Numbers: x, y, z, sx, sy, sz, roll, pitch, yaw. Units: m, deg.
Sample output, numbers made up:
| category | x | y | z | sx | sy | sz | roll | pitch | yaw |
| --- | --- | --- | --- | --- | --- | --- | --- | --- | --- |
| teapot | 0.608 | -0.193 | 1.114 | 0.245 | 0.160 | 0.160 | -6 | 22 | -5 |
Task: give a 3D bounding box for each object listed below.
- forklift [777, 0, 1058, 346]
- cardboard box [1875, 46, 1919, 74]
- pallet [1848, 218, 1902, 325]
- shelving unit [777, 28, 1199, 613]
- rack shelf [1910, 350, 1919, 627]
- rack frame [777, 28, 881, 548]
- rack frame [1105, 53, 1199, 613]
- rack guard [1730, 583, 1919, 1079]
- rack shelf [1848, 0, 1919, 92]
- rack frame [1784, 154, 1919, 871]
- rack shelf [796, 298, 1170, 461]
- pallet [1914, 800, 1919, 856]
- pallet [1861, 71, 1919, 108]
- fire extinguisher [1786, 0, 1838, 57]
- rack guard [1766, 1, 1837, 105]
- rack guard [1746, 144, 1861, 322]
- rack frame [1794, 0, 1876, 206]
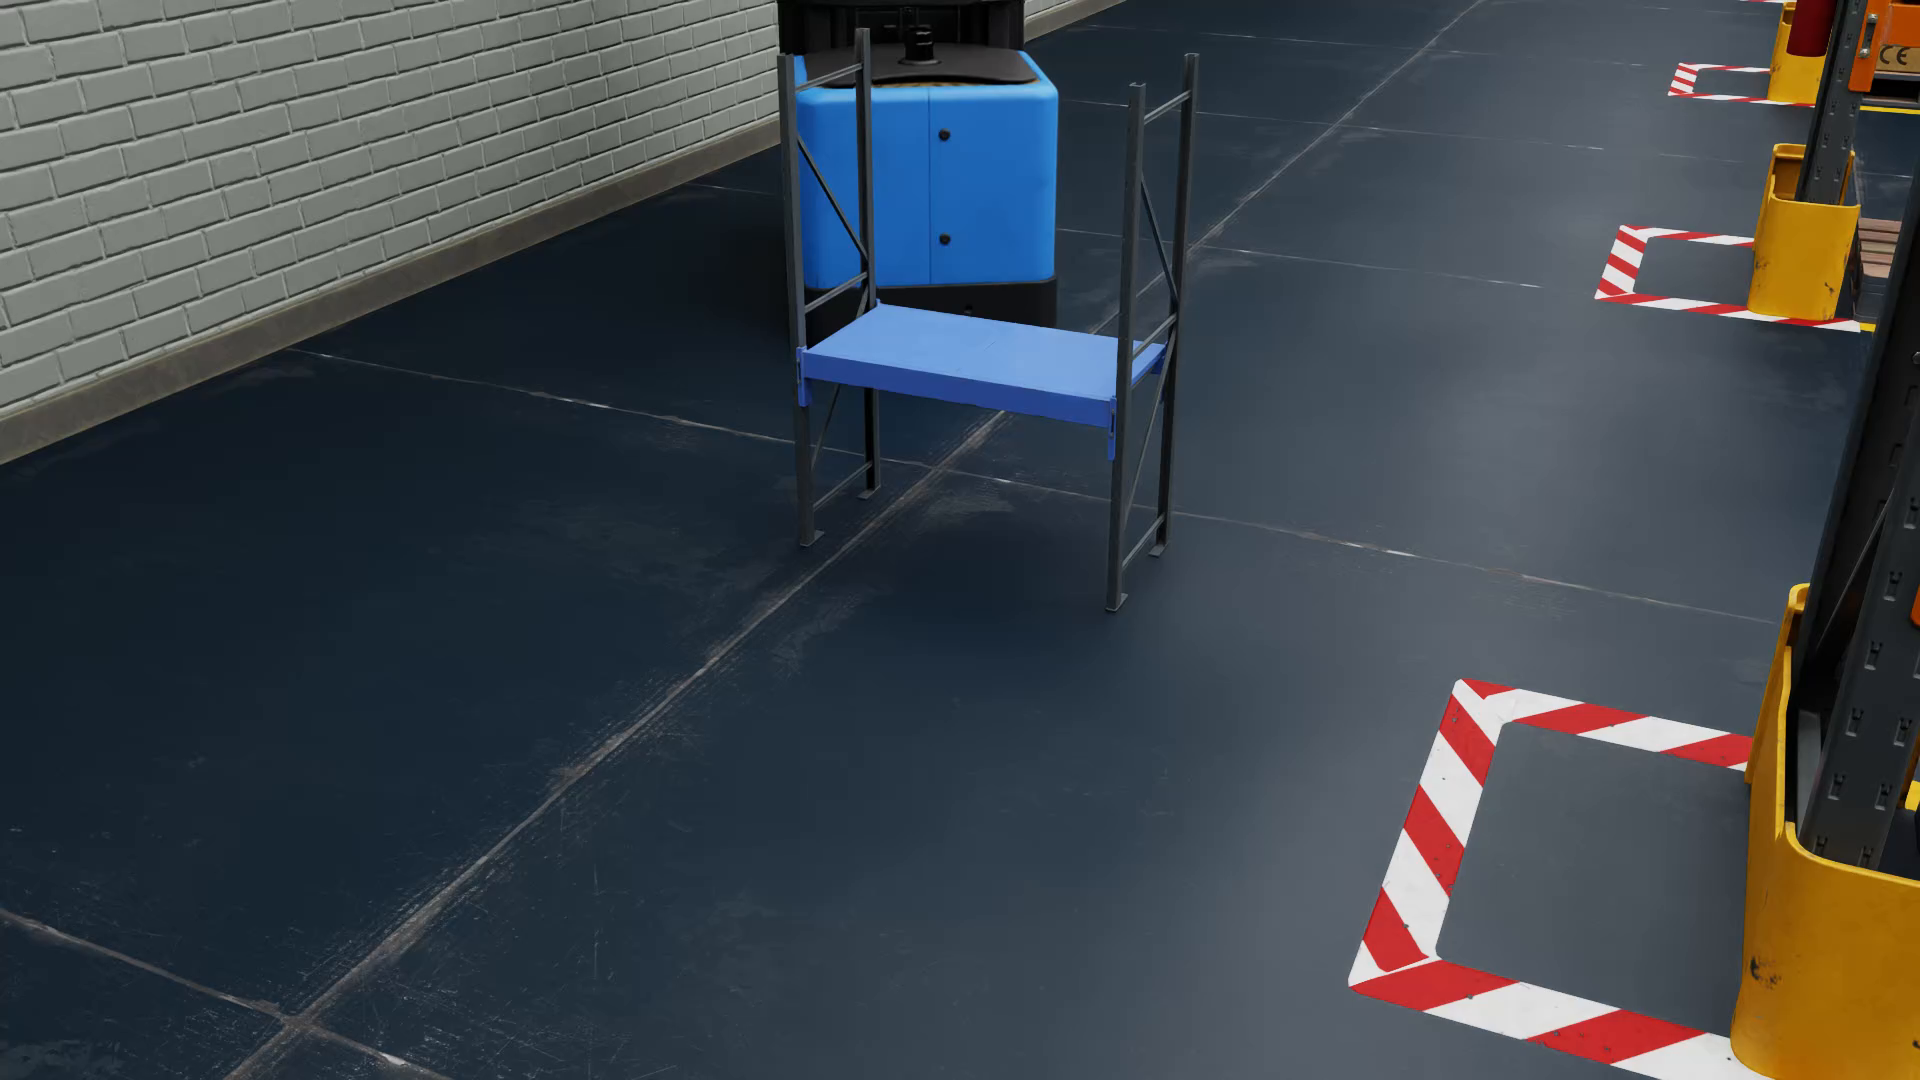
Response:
| category | x | y | z | sx | sy | sz | roll | pitch | yaw |
| --- | --- | --- | --- | --- | --- | --- | --- | --- | --- |
| forklift | -0.289 | -2.707 | 7.429 | 1.130 | 2.935 | 3.031 | -3 | 26 | -6 |
| cardboard box | 6.528 | -3.685 | 11.268 | 0.875 | 0.875 | 0.875 | 11 | 28 | 22 |
| pallet | 4.597 | -1.125 | 7.297 | 1.213 | 0.211 | 1.003 | 11 | 28 | 22 |
| shelving unit | 0.078 | -0.657 | 4.887 | 1.048 | 1.500 | 0.538 | 11 | 28 | 22 |
| rack shelf | 3.629 | 0.137 | 2.391 | 4.000 | 0.370 | 1.077 | 11 | 28 | 22 |
| rack frame | -0.385 | -0.750 | 5.076 | 0.032 | 1.500 | 0.500 | 11 | 28 | 22 |
| rack frame | 0.540 | -0.564 | 4.698 | 0.032 | 1.500 | 0.500 | 11 | 28 | 22 |
| rack guard | 1.878 | 0.584 | 3.499 | 0.348 | 0.500 | 1.175 | 11 | 28 | 22 |
| rack shelf | 5.683 | -1.854 | 6.435 | 4.000 | 0.370 | 1.077 | 11 | 28 | 22 |
| rack frame | 1.808 | -0.552 | 2.975 | 0.127 | 3.000 | 1.000 | 11 | 28 | 22 |
| rack shelf | 0.078 | -0.496 | 4.966 | 1.000 | 0.185 | 0.538 | 11 | 28 | 22 |
| pallet | 2.604 | 0.859 | 3.267 | 1.213 | 0.211 | 1.003 | 11 | 28 | 22 |
| pallet | 6.673 | -3.169 | 11.447 | 1.213 | 0.211 | 1.003 | 11 | 28 | 22 |
| fire extinguisher | 3.913 | -2.551 | 7.545 | 0.183 | 0.674 | 0.296 | 11 | 28 | 22 |
| rack guard | 5.891 | -3.417 | 11.625 | 0.348 | 0.500 | 1.175 | 11 | 28 | 22 |
| rack guard | 3.835 | -1.421 | 7.569 | 0.348 | 0.500 | 1.175 | 11 | 28 | 22 |
| rack frame | 3.862 | -2.543 | 7.019 | 0.127 | 3.000 | 1.000 | 11 | 28 | 22 |
